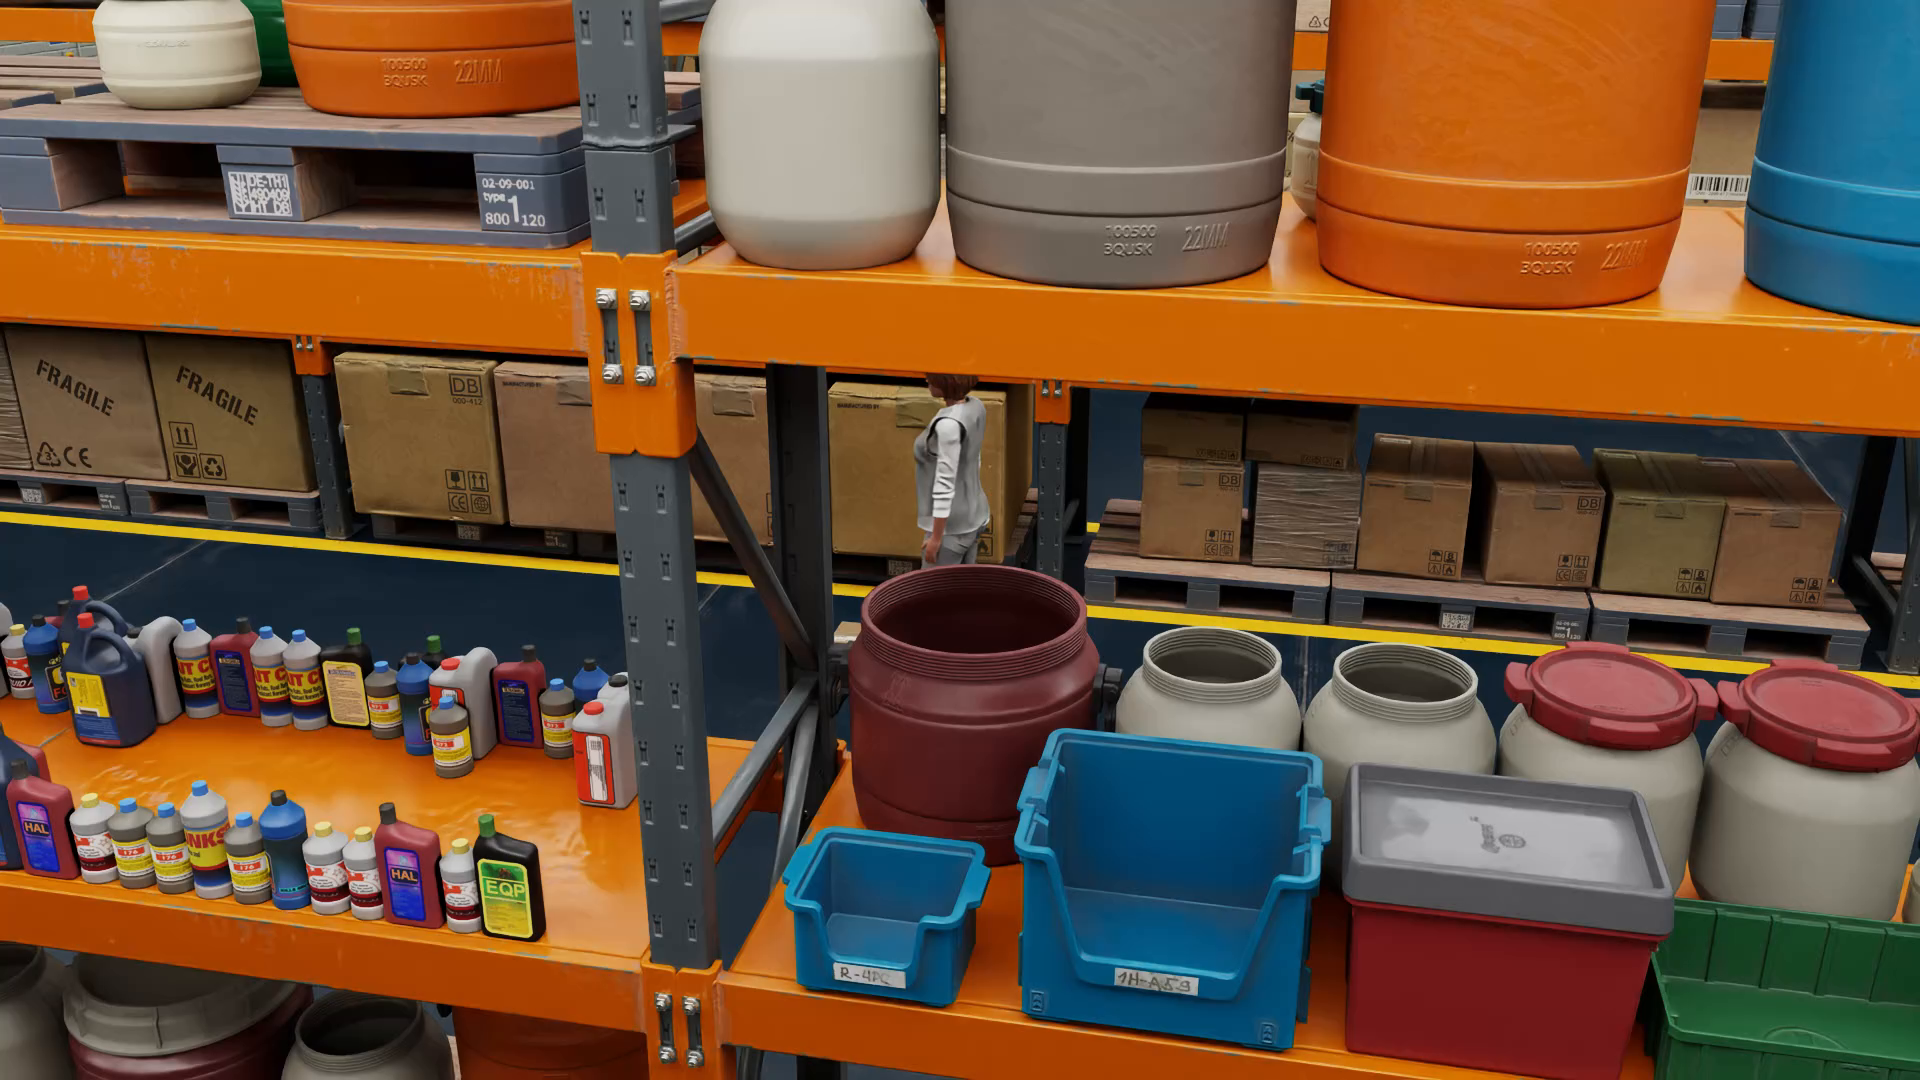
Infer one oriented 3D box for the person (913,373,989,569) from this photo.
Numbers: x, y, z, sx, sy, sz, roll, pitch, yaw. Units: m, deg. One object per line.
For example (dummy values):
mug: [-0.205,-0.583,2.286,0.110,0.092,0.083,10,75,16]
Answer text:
person: [-0.051,-0.058,7.231,0.338,1.607,0.469,8,23,18]
